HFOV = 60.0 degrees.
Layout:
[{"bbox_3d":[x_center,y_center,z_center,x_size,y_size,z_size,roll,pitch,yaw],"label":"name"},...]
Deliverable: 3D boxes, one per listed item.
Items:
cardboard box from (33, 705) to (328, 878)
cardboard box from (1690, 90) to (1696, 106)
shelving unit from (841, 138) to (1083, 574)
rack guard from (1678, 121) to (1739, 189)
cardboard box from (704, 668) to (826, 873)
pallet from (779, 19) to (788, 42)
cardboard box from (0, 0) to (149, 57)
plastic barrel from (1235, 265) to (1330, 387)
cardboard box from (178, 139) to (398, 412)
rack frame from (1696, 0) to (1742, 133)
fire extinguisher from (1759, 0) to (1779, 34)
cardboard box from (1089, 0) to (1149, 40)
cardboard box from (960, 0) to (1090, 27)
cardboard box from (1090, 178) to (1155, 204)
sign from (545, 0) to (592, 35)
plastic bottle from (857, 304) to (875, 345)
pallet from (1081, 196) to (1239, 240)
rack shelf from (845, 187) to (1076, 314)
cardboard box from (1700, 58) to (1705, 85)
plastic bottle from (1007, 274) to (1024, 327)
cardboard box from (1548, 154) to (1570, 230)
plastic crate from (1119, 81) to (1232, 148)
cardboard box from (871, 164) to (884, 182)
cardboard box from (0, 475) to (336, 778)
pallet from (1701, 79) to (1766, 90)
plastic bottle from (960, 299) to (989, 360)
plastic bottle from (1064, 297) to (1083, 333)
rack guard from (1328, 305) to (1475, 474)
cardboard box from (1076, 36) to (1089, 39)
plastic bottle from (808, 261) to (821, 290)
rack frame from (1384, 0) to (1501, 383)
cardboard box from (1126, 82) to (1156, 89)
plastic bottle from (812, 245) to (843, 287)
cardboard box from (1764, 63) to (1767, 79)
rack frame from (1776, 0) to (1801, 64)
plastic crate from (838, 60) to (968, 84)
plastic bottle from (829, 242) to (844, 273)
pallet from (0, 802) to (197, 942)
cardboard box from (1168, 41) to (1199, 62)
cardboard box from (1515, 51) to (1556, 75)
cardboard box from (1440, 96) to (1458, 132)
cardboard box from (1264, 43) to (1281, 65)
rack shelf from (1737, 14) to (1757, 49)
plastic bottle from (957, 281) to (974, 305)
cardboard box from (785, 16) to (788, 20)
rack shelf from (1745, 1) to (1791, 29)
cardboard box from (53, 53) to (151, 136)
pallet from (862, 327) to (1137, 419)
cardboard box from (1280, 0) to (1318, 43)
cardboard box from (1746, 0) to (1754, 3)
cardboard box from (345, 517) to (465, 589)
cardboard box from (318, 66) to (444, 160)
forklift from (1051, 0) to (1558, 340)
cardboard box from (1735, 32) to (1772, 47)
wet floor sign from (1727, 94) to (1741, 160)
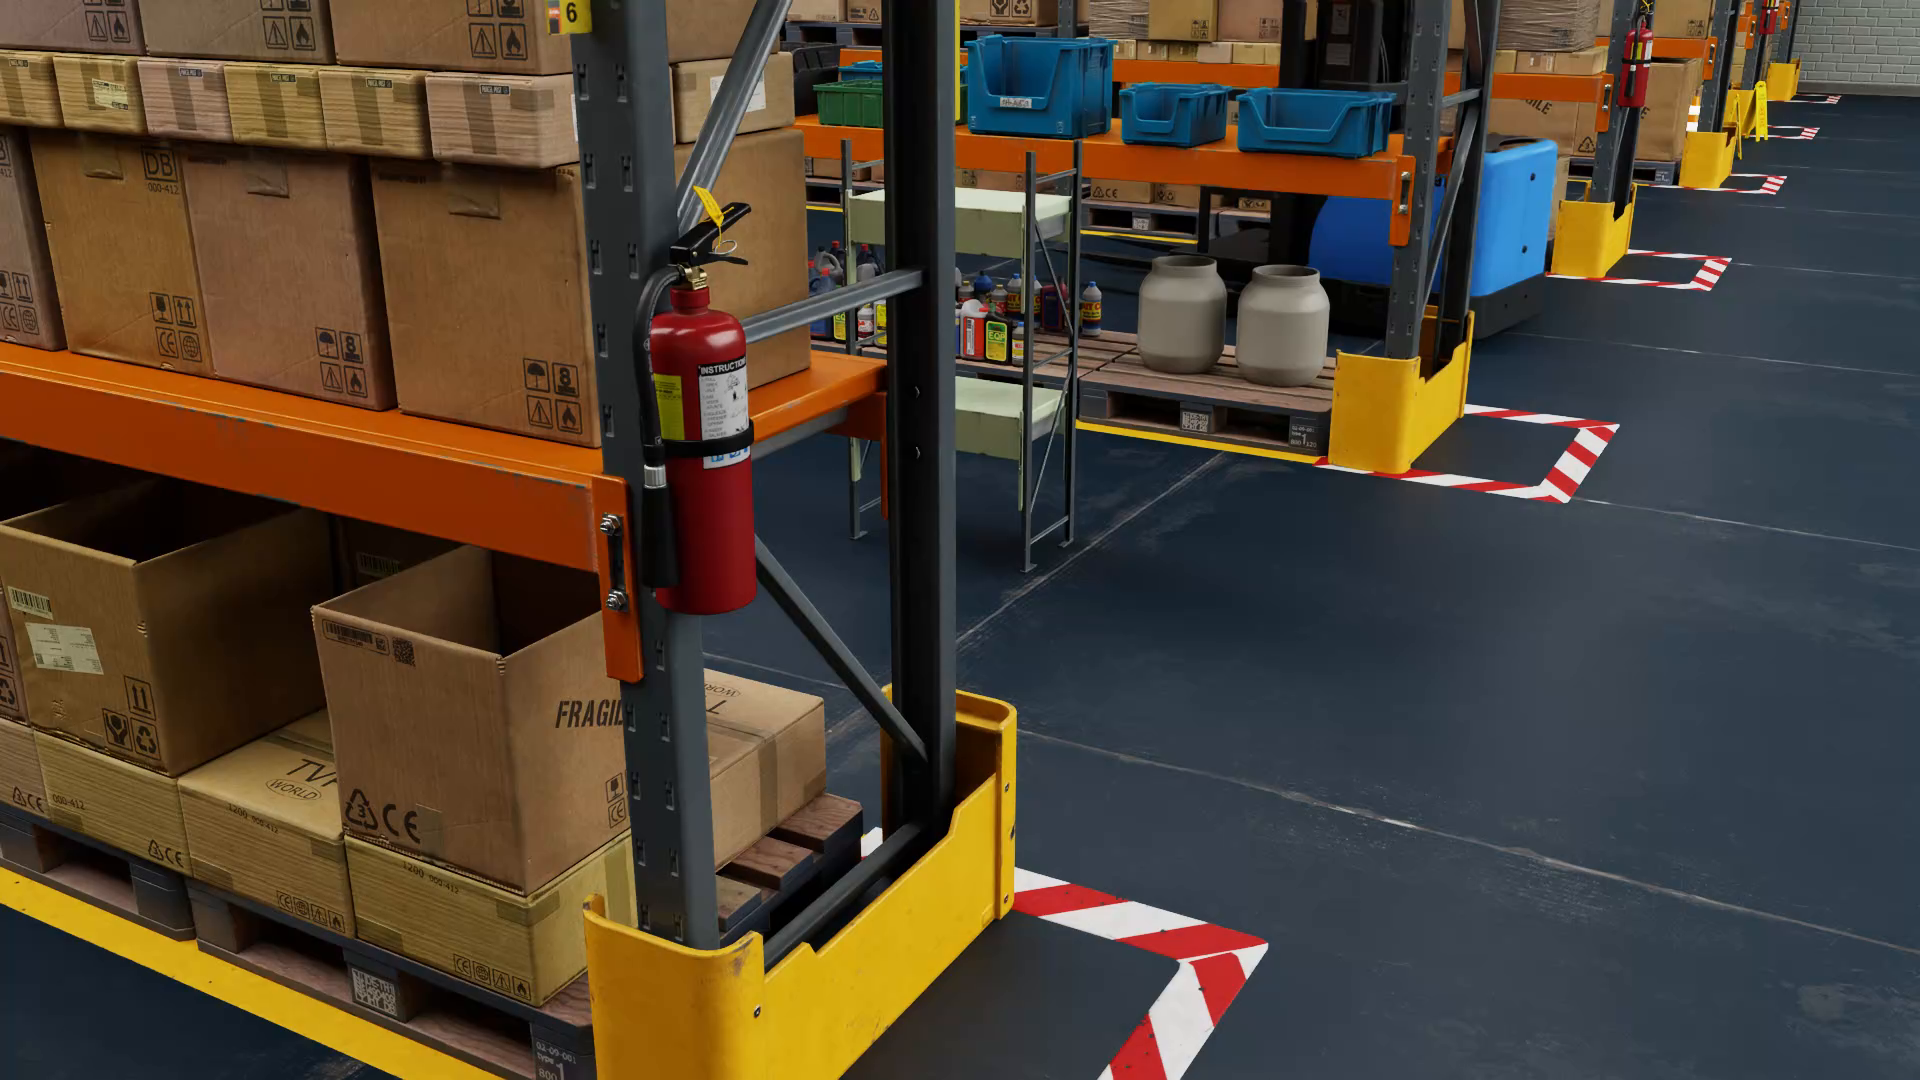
[{"bbox_3d":[-1.795,0.518,3.954,0.500,0.250,0.500,11,23,27],"label":"cardboard box"},{"bbox_3d":[8.507,-5.275,19.926,0.500,0.250,0.500,11,23,27],"label":"cardboard box"},{"bbox_3d":[0.006,-0.704,6.106,0.755,1.500,0.431,11,23,27],"label":"shelving unit"},{"bbox_3d":[7.060,-3.643,15.674,0.348,0.500,1.175,11,23,27],"label":"rack guard"},{"bbox_3d":[-0.663,0.526,3.932,0.500,0.250,0.500,11,23,27],"label":"cardboard box"},{"bbox_3d":[-1.778,-4.515,14.696,1.003,0.211,1.213,11,23,27],"label":"pallet"},{"bbox_3d":[-1.653,-1.330,3.584,0.500,0.500,0.700,11,23,28],"label":"cardboard box"},{"bbox_3d":[1.504,-1.002,7.761,0.421,0.512,0.421,0,20,0],"label":"plastic barrel"},{"bbox_3d":[-1.165,-0.628,3.551,0.500,0.500,0.700,11,23,29],"label":"cardboard box"},{"bbox_3d":[7.039,-4.822,15.259,0.127,3.000,1.000,11,23,27],"label":"rack frame"},{"bbox_3d":[9.240,-6.120,18.950,0.183,0.674,0.296,11,23,27],"label":"fire extinguisher"},{"bbox_3d":[1.402,-4.121,12.744,0.500,0.500,0.875,11,23,27],"label":"cardboard box"},{"bbox_3d":[0.414,-4.680,13.374,1.000,1.000,1.000,11,23,28],"label":"cardboard box"},{"bbox_3d":[1.369,-2.971,13.207,0.500,0.500,0.500,10,22,26],"label":"cardboard box"},{"bbox_3d":[-0.580,-0.910,2.430,0.005,0.325,0.100,11,23,27],"label":"sign"},{"bbox_3d":[-0.473,-1.101,8.460,0.097,0.201,0.097,0,20,0],"label":"plastic bottle"},{"bbox_3d":[1.643,-2.615,13.265,1.213,0.211,1.003,11,23,27],"label":"pallet"},{"bbox_3d":[0.006,-1.071,5.973,0.720,0.370,0.431,11,23,27],"label":"rack shelf"},{"bbox_3d":[8.774,-5.790,20.244,0.500,0.500,0.500,10,22,26],"label":"cardboard box"},{"bbox_3d":[0.299,-1.280,8.850,0.097,0.271,0.097,0,20,0],"label":"plastic bottle"},{"bbox_3d":[3.995,-2.493,11.889,0.500,0.500,0.500,16,25,37],"label":"cardboard box"},{"bbox_3d":[0.969,-1.921,7.481,0.408,0.251,0.499,11,23,27],"label":"plastic crate"},{"bbox_3d":[-0.382,-3.345,14.209,0.500,0.500,0.700,9,22,23],"label":"cardboard box"},{"bbox_3d":[-1.796,0.167,3.824,0.500,0.500,0.500,11,23,27],"label":"cardboard box"},{"bbox_3d":[11.094,-6.594,24.235,1.213,0.211,1.003,11,23,27],"label":"pallet"},{"bbox_3d":[0.092,-1.039,8.179,0.135,0.276,0.152,11,23,28],"label":"plastic bottle"},{"bbox_3d":[0.595,-1.190,8.706,0.097,0.201,0.097,0,20,0],"label":"plastic bottle"},{"bbox_3d":[2.027,-0.711,7.592,0.348,0.500,1.175,11,23,27],"label":"rack guard"},{"bbox_3d":[1.081,-3.784,12.766,0.250,0.149,0.380,11,23,27],"label":"cardboard box"},{"bbox_3d":[-0.803,-1.299,8.788,0.185,0.351,0.144,11,23,27],"label":"plastic bottle"},{"bbox_3d":[2.116,-1.888,7.170,0.127,3.000,1.000,11,23,27],"label":"rack frame"},{"bbox_3d":[2.121,-4.865,18.061,0.750,0.750,1.050,11,23,27],"label":"cardboard box"},{"bbox_3d":[-0.744,-1.450,9.203,0.185,0.351,0.144,11,23,27],"label":"plastic bottle"},{"bbox_3d":[11.449,-6.835,24.226,0.500,0.250,0.500,11,23,28],"label":"cardboard box"},{"bbox_3d":[11.782,-7.791,23.443,0.127,3.000,1.000,11,23,27],"label":"rack frame"},{"bbox_3d":[-0.277,-2.380,8.744,0.616,0.251,0.499,11,23,27],"label":"plastic crate"},{"bbox_3d":[-0.673,-1.493,9.322,0.185,0.351,0.144,10,22,26],"label":"plastic bottle"},{"bbox_3d":[-2.052,0.579,4.458,1.213,0.211,1.003,11,23,27],"label":"pallet"},{"bbox_3d":[1.747,-3.666,12.442,0.250,0.149,0.380,11,23,27],"label":"cardboard box"},{"bbox_3d":[3.964,-3.272,11.354,0.250,0.149,0.380,11,23,27],"label":"cardboard box"},{"bbox_3d":[4.850,-4.411,16.628,0.875,0.875,0.875,11,23,28],"label":"cardboard box"},{"bbox_3d":[2.397,-3.538,12.089,0.250,0.149,0.380,11,23,27],"label":"cardboard box"},{"bbox_3d":[7.619,-6.307,20.407,4.000,0.370,1.077,11,23,27],"label":"rack shelf"},{"bbox_3d":[0.033,-1.297,9.002,0.097,0.201,0.097,0,20,0],"label":"plastic bottle"},{"bbox_3d":[-1.426,-4.796,14.425,0.500,0.500,0.700,15,25,35],"label":"cardboard box"},{"bbox_3d":[10.036,-7.785,24.483,4.000,0.370,1.077,11,23,27],"label":"rack shelf"},{"bbox_3d":[-1.630,-0.944,3.471,0.250,0.149,0.380,12,23,29],"label":"cardboard box"},{"bbox_3d":[0.259,-0.915,8.579,1.213,0.211,1.003,11,23,27],"label":"pallet"},{"bbox_3d":[2.724,-3.879,12.076,0.500,0.500,0.875,11,23,27],"label":"cardboard box"},{"bbox_3d":[11.224,-7.841,23.436,0.500,0.500,0.500,10,22,26],"label":"cardboard box"},{"bbox_3d":[-1.100,0.091,4.032,0.500,0.500,0.500,11,23,27],"label":"cardboard box"},{"bbox_3d":[-0.959,-0.815,3.116,0.250,0.149,0.380,11,23,29],"label":"cardboard box"},{"bbox_3d":[1.995,-2.866,9.968,3.031,2.935,1.130,15,25,36],"label":"forklift"},{"bbox_3d":[11.228,-7.149,23.625,0.500,0.250,0.500,12,23,29],"label":"cardboard box"},{"bbox_3d":[8.030,-4.300,17.272,0.232,0.644,0.267,7,21,18],"label":"wet floor sign"}]
